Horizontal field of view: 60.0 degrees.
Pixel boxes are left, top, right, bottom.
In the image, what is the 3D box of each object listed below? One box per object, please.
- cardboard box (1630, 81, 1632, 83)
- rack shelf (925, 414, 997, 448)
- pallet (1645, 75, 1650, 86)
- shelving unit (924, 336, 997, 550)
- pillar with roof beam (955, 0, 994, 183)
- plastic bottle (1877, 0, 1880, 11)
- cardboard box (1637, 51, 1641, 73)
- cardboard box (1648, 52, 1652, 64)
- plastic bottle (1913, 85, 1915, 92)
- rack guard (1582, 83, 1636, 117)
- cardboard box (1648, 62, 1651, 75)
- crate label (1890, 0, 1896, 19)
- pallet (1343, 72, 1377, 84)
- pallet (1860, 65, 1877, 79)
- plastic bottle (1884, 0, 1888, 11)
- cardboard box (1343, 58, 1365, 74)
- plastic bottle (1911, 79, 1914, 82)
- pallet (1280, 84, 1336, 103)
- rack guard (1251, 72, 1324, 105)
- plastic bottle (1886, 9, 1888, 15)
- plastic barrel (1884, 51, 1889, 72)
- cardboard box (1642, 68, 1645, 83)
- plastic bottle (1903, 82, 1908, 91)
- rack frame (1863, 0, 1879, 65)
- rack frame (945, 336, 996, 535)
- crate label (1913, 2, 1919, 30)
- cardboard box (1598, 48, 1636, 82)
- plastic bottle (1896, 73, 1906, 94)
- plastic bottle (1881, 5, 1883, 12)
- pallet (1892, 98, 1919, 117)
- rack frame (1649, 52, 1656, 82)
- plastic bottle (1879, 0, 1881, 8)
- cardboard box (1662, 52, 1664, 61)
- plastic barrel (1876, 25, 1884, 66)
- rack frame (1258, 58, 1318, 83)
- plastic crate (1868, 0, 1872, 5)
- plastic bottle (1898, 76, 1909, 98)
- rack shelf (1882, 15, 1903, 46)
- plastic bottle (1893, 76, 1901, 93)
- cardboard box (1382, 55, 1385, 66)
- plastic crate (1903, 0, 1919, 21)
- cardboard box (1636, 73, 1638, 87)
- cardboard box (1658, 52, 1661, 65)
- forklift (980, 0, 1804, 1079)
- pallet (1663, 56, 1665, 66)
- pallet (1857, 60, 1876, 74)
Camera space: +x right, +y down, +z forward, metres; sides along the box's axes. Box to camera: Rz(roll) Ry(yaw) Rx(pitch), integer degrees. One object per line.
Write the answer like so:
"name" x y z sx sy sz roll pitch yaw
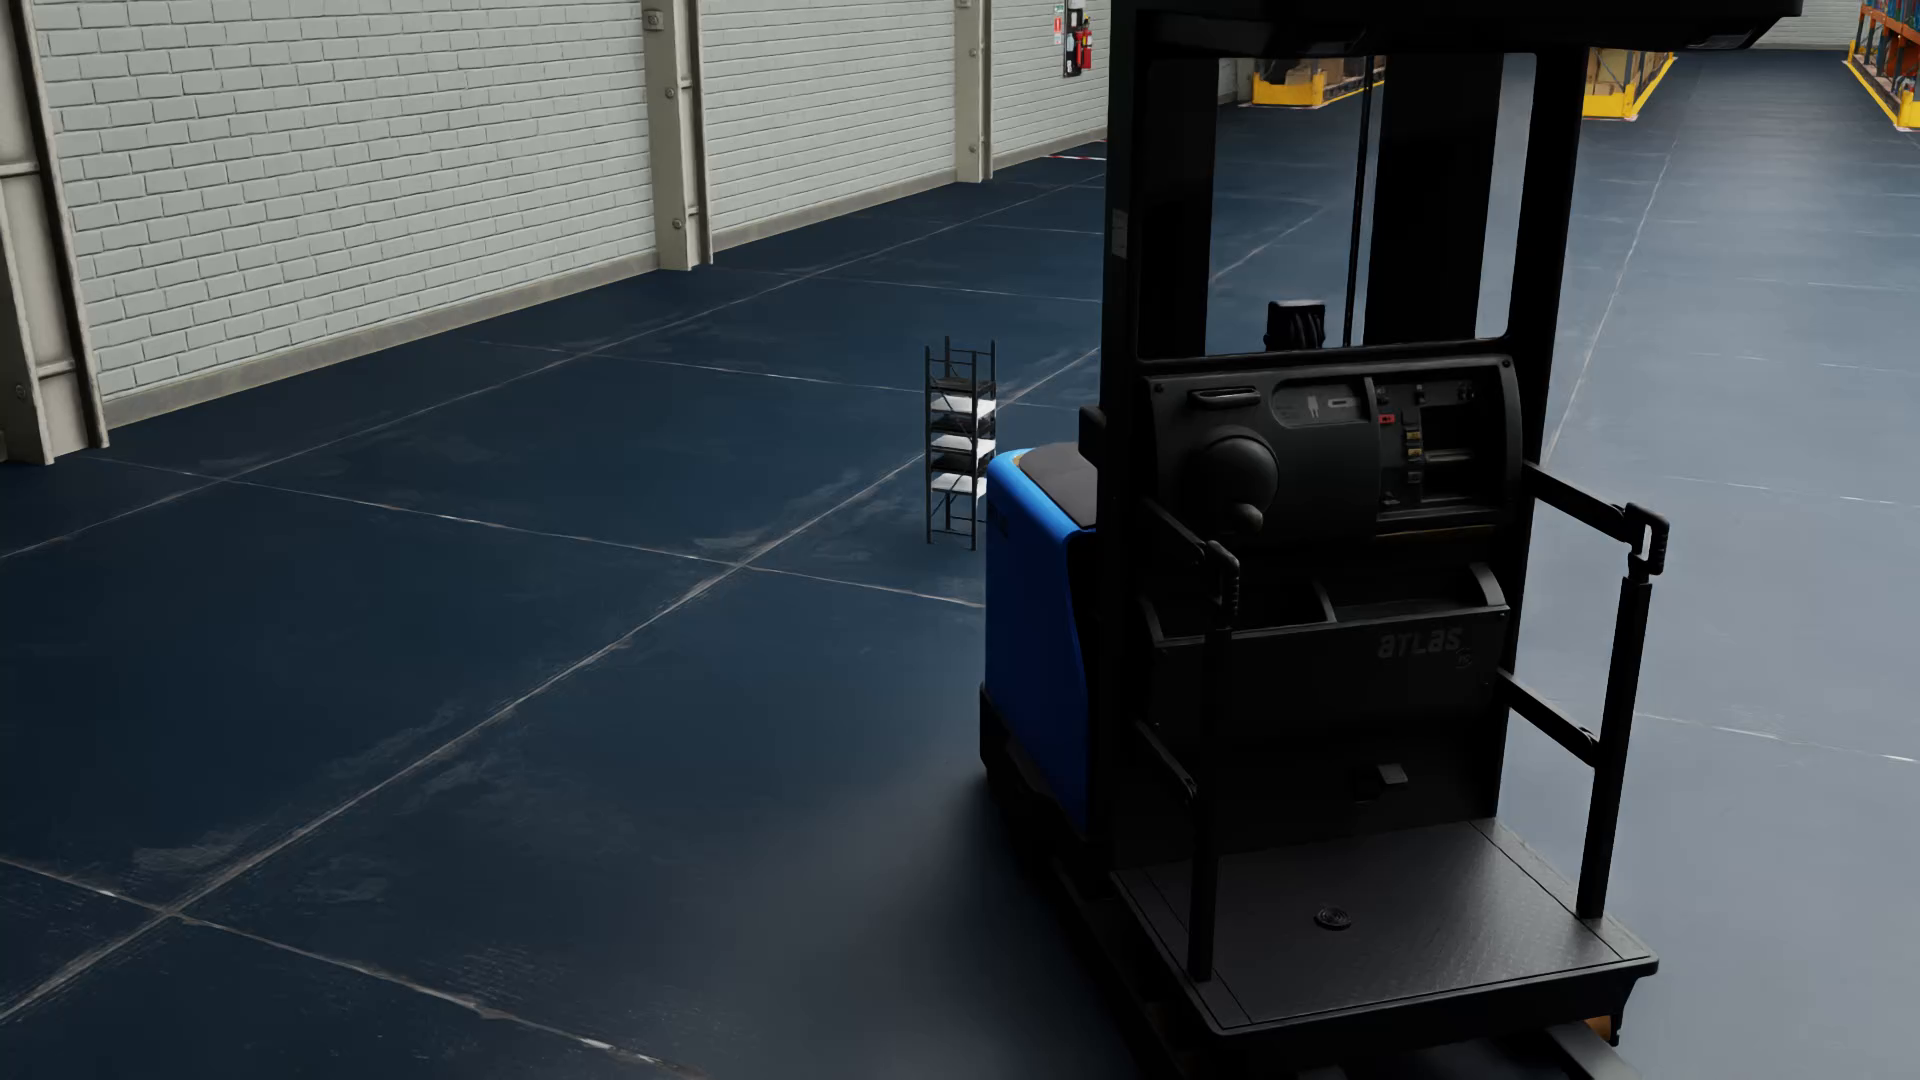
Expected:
"cardboard box" 10.717 -7.392 27.254 0.500 0.250 0.500 9 21 23
"rack shelf" 0.003 -0.480 7.306 0.258 0.077 0.200 9 21 23
"pallet" 12.996 -9.088 32.709 1.003 0.211 1.213 9 21 23
"shelving unit" 0.003 -0.426 7.325 0.258 0.900 0.210 9 21 23
"pillar with roof beam" 4.083 -7.782 15.920 9.100 9.000 0.400 9 21 23
"plastic bottle" 18.930 -11.041 34.212 0.061 0.283 0.133 9 21 23
"cardboard box" 11.525 -8.358 28.852 0.500 0.500 0.500 9 21 23
"cardboard box" 12.756 -9.154 31.373 0.500 0.311 0.500 9 22 24
"plastic bottle" 15.188 -7.130 26.438 0.061 0.283 0.133 9 21 23
"rack guard" 10.083 -7.018 26.456 1.175 0.500 0.348 9 21 23
"cardboard box" 12.960 -9.045 31.903 0.500 0.250 0.500 9 22 24
"crate label" 17.233 -9.718 30.264 0.502 0.435 0.616 9 21 23
"pallet" 7.528 -9.029 32.541 1.003 0.211 1.213 9 21 23
"pallet" 19.170 -9.646 34.278 1.003 0.211 1.213 9 21 23
"plastic bottle" 18.131 -10.444 32.534 0.061 0.283 0.133 9 21 23
"cardboard box" 7.496 -9.361 32.388 0.700 0.500 0.500 9 22 25
"plastic bottle" 15.590 -7.416 27.260 0.097 0.271 0.097 0 20 0
"pallet" 5.968 -7.834 29.183 1.003 0.211 1.213 9 21 23
"rack guard" 5.603 -7.727 28.450 1.175 0.500 0.348 9 21 23
"plastic bottle" 17.821 -10.159 31.856 0.097 0.201 0.097 0 20 0
"plastic barrel" 18.221 -9.330 32.313 0.421 0.512 0.421 0 20 0
"cardboard box" 12.122 -8.417 30.137 0.500 0.250 0.500 8 21 21
"plastic bottle" 14.994 -7.109 26.380 0.061 0.283 0.133 9 22 24
"rack frame" 19.524 -11.190 34.458 1.000 3.000 0.127 9 21 23
"rack frame" 0.045 -0.458 7.412 0.240 0.900 0.006 9 21 23
"crate label" 15.117 -8.138 25.824 0.502 0.435 0.616 9 21 23
"cardboard box" 10.719 -7.745 27.128 0.500 0.500 0.500 9 21 23
"plastic bottle" 15.539 -7.514 27.418 0.144 0.351 0.185 9 22 24
"plastic bottle" 18.441 -10.655 33.144 0.097 0.271 0.097 0 20 0
"pallet" 15.437 -6.857 26.435 1.003 0.211 1.213 9 21 23
"rack frame" 13.369 -10.648 32.934 1.000 3.000 0.127 9 21 23
"plastic bottle" 18.765 -10.897 33.825 0.097 0.271 0.097 0 20 0
"cardboard box" 15.066 -10.711 36.183 0.500 0.500 0.500 8 21 22
"plastic barrel" 19.286 -10.236 34.278 0.600 0.901 0.708 9 21 23
"rack frame" 5.572 -8.881 27.966 1.000 3.000 0.127 9 21 23
"plastic crate" 20.099 -11.838 36.439 0.416 0.233 0.300 9 21 23
"plastic bottle" 15.288 -7.327 26.890 0.144 0.351 0.185 8 21 22
"rack shelf" 17.067 -9.017 29.421 1.077 0.370 4.000 9 21 23
"plastic bottle" 15.718 -7.629 27.860 0.097 0.271 0.097 0 20 0
"cardboard box" 8.601 -10.129 34.548 0.700 0.500 0.500 9 21 23
"plastic crate" 16.168 -8.965 28.105 0.402 0.464 0.583 9 21 23
"cardboard box" 11.527 -8.005 28.977 0.500 0.250 0.500 9 21 23
"cardboard box" 14.235 -10.091 34.442 0.500 0.500 0.500 8 21 22
"forklift" 0.937 -0.206 3.673 1.130 2.935 3.031 -5 20 -14
"pallet" 15.289 -10.767 37.430 1.003 0.211 1.213 9 21 23
"pallet" 19.790 -10.107 35.572 1.003 0.211 1.213 9 21 23
